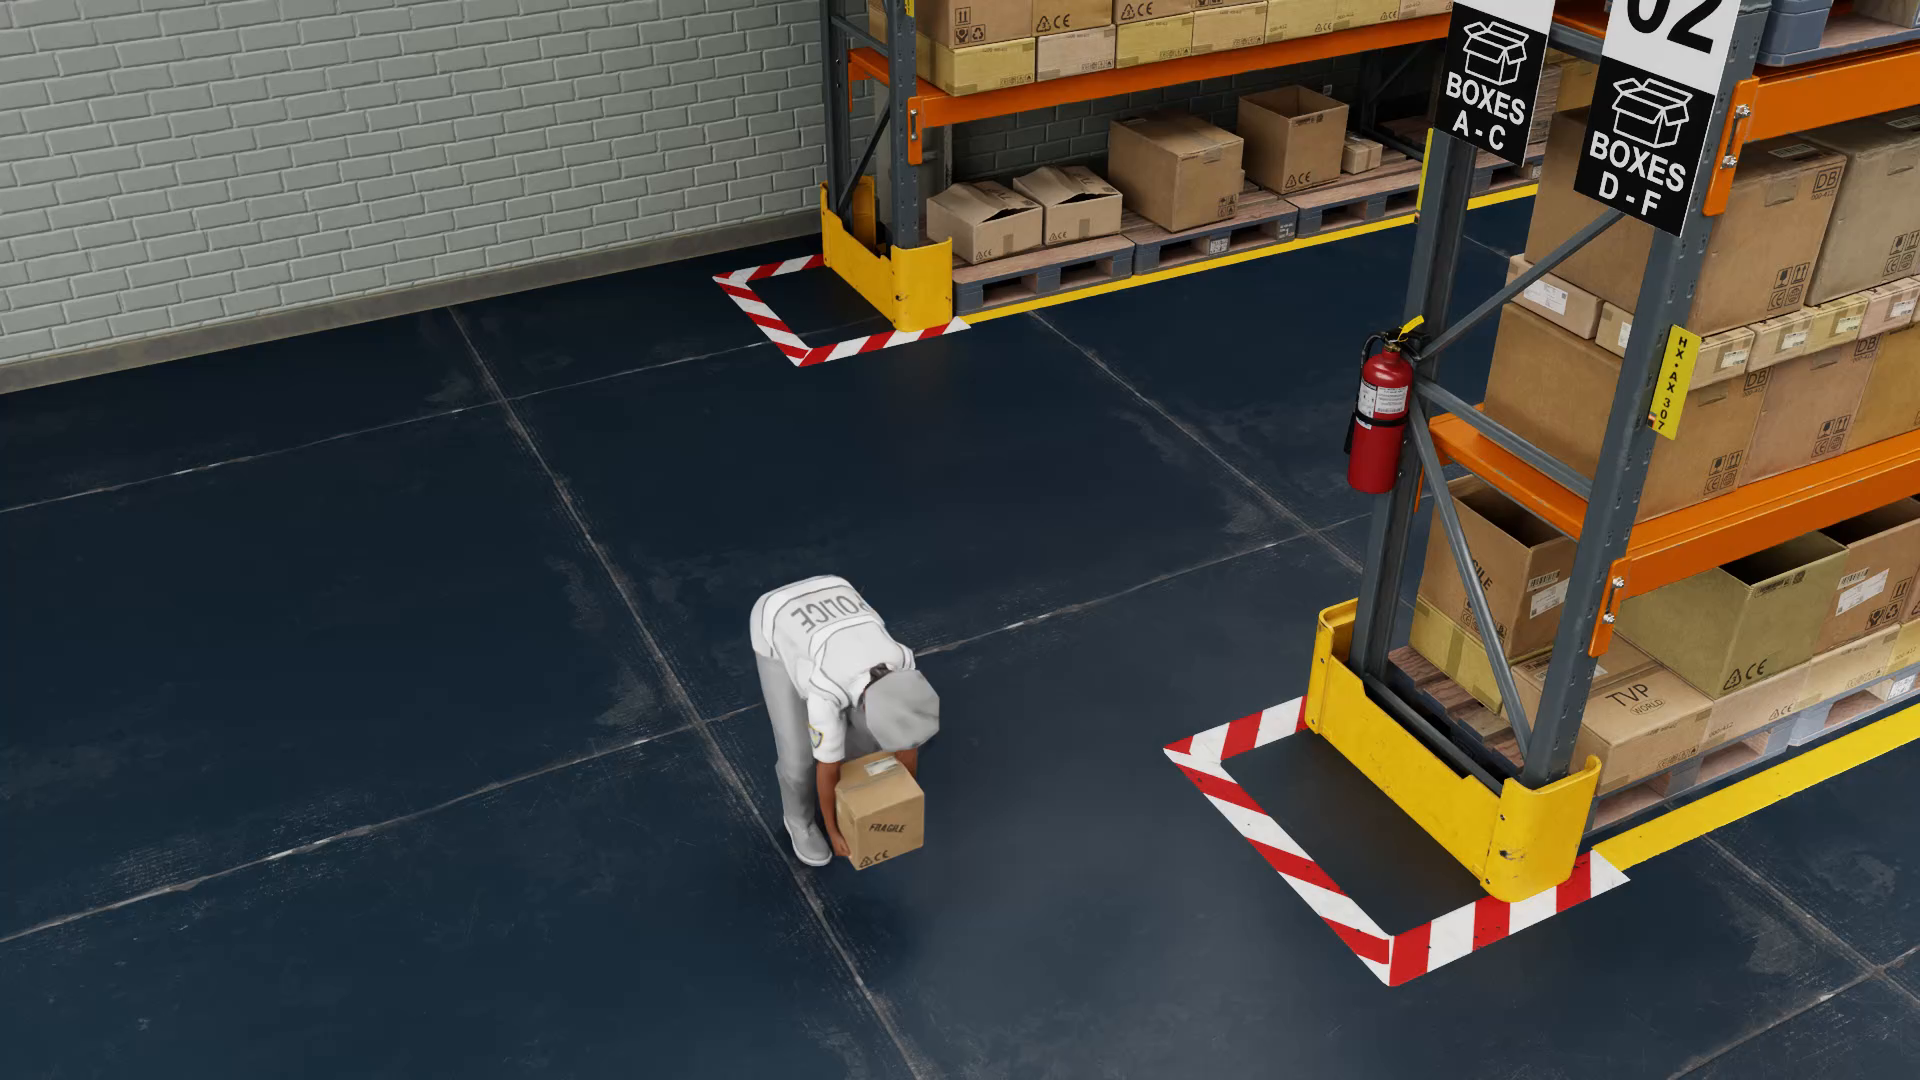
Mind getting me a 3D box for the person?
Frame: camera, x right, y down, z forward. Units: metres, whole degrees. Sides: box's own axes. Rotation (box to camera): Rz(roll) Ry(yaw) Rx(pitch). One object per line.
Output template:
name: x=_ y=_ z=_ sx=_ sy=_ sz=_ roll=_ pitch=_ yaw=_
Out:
person: x=-0.367 y=0.697 z=5.629 sx=0.423 sy=1.062 sz=0.942 roll=-17 pitch=37 yaw=-25
